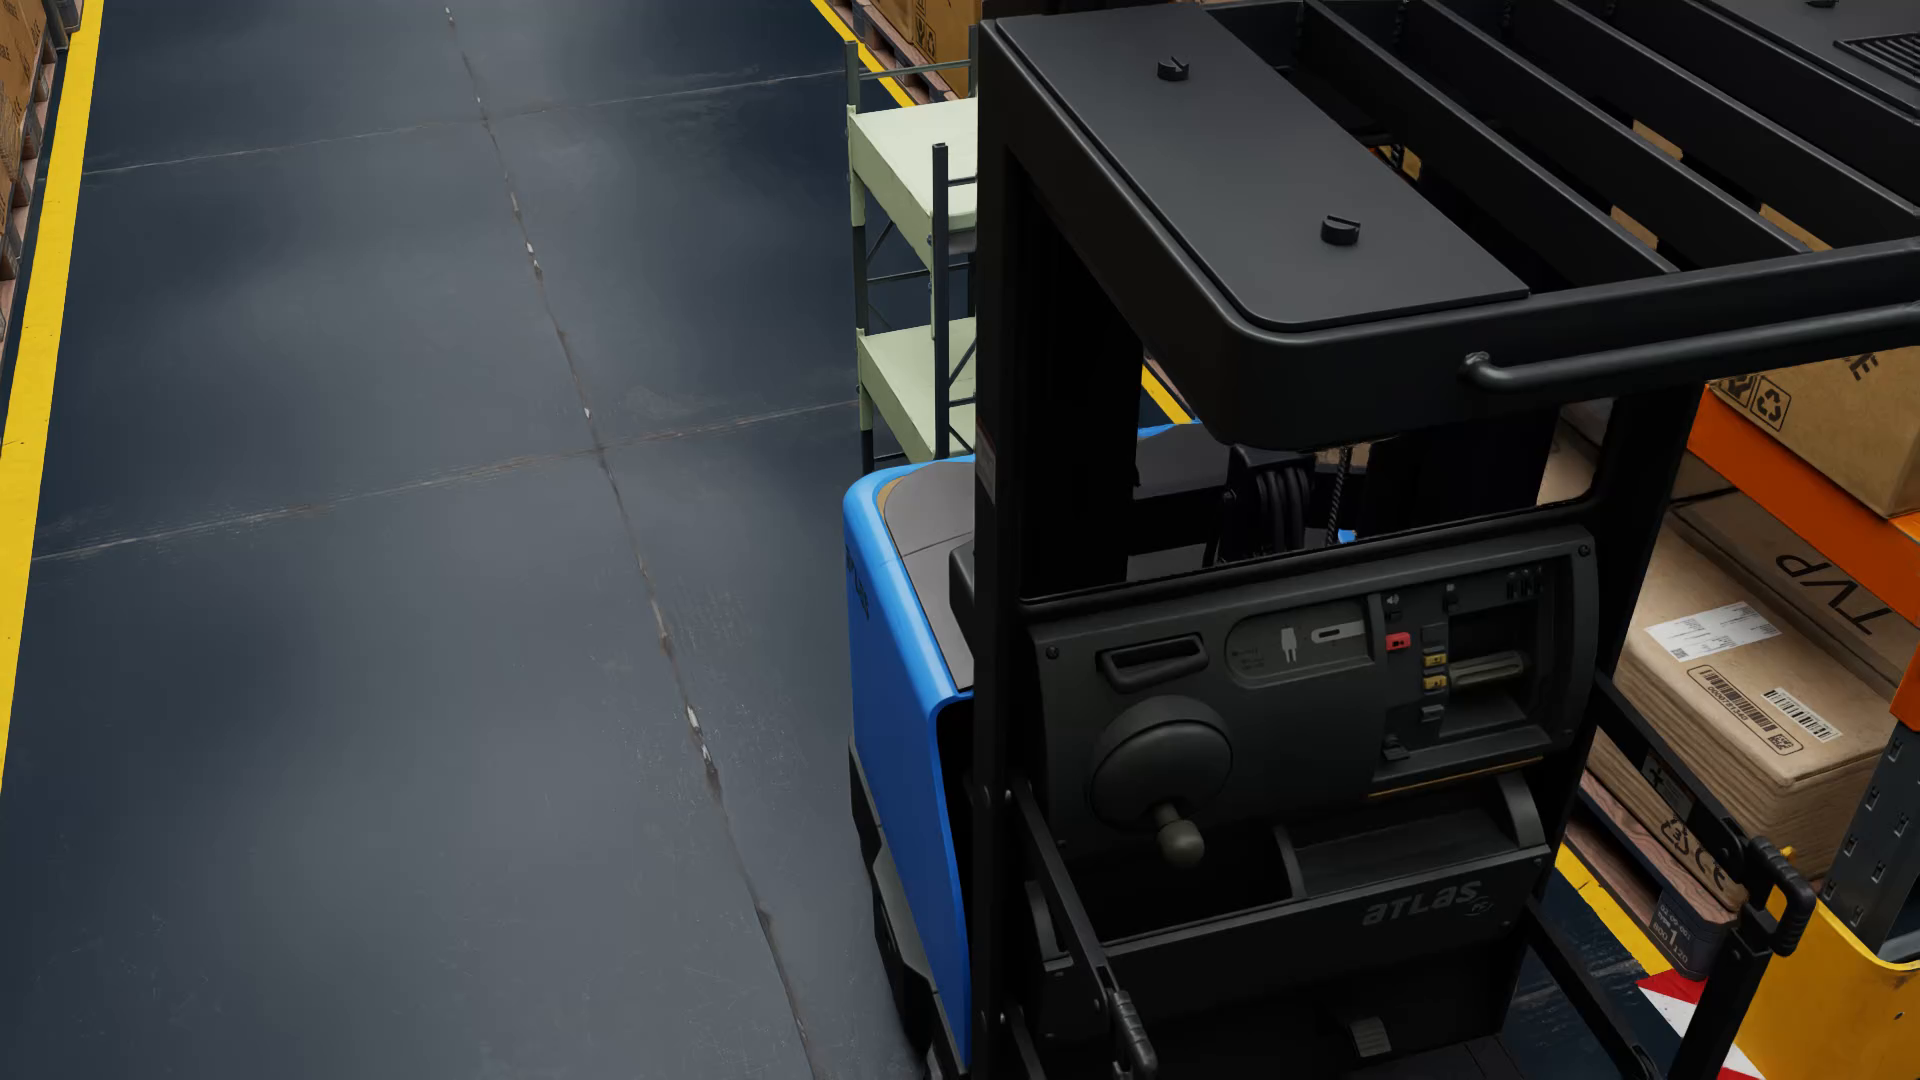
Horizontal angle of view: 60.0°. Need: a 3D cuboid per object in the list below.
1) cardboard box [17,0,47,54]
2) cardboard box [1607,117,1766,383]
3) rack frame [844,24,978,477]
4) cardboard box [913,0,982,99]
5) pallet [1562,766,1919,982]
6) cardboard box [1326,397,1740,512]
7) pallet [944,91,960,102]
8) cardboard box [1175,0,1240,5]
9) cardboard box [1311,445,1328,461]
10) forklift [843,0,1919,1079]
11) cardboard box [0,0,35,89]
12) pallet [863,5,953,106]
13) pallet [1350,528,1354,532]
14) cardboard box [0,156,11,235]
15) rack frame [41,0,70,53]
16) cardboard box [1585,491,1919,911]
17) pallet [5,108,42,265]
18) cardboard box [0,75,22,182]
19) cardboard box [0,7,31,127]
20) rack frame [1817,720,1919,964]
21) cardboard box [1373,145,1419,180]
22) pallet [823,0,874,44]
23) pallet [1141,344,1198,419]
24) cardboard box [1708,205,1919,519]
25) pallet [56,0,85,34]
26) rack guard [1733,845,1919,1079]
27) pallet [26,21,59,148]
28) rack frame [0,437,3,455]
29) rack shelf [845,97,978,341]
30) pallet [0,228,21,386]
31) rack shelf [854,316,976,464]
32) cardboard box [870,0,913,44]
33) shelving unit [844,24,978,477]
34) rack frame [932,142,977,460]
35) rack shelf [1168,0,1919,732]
[{"bbox_3d":[-4.758,-2.633,7.981,0.500,0.500,0.500,-11,38,-15],"label":"cardboard box"},{"bbox_3d":[1.734,-0.713,3.620,0.500,0.500,0.500,-13,39,-17],"label":"cardboard box"},{"bbox_3d":[-0.128,-0.810,5.078,0.400,1.500,0.023,-12,39,-16],"label":"rack frame"},{"bbox_3d":[0.324,-2.589,7.611,0.875,0.875,0.875,-11,38,-15],"label":"cardboard box"},{"bbox_3d":[1.958,0.510,4.397,1.003,0.211,1.213,-12,39,-16],"label":"pallet"},{"bbox_3d":[1.663,-0.180,4.776,0.875,0.438,0.875,-11,38,-15],"label":"cardboard box"},{"bbox_3d":[0.594,-1.734,7.377,1.003,0.211,1.213,-12,39,-16],"label":"pallet"},{"bbox_3d":[1.015,-1.863,5.148,0.500,0.500,0.500,-12,39,-16],"label":"cardboard box"},{"bbox_3d":[1.354,-0.690,5.453,0.875,0.438,0.875,-14,39,-17],"label":"cardboard box"},{"bbox_3d":[0.625,0.311,2.401,1.130,2.935,3.031,-10,38,-13],"label":"forklift"},{"bbox_3d":[-4.596,-2.348,7.602,0.500,0.500,0.500,-13,39,-17],"label":"cardboard box"},{"bbox_3d":[0.170,-2.425,8.294,1.003,0.211,1.213,-12,39,-16],"label":"pallet"},{"bbox_3d":[1.542,-0.178,5.311,1.003,0.211,1.213,-12,39,-16],"label":"pallet"},{"bbox_3d":[-4.044,-1.469,6.435,0.500,0.500,0.500,-14,39,-17],"label":"cardboard box"},{"bbox_3d":[-5.105,-3.658,7.613,1.000,3.000,0.127,-12,39,-16],"label":"rack frame"},{"bbox_3d":[1.986,0.335,4.092,0.875,0.438,0.875,-14,39,-17],"label":"cardboard box"},{"bbox_3d":[-4.468,-1.426,6.968,1.003,0.211,1.213,-12,39,-16],"label":"pallet"},{"bbox_3d":[-4.217,-1.763,6.826,0.500,0.500,0.500,-14,39,-18],"label":"cardboard box"},{"bbox_3d":[-4.413,-2.053,7.211,0.500,0.500,0.500,-11,38,-14],"label":"cardboard box"},{"bbox_3d":[2.307,-0.168,2.980,1.000,3.000,0.127,-12,39,-16],"label":"rack frame"},{"bbox_3d":[1.358,-1.290,4.386,0.500,0.500,0.500,-11,38,-15],"label":"cardboard box"},{"bbox_3d":[-0.246,-3.113,9.207,1.003,0.211,1.213,-12,39,-16],"label":"pallet"},{"bbox_3d":[1.118,-0.868,6.227,1.003,0.211,1.213,-12,39,-16],"label":"pallet"},{"bbox_3d":[1.892,-0.426,3.239,0.500,0.500,0.500,-12,39,-16],"label":"cardboard box"},{"bbox_3d":[-5.352,-3.017,9.080,1.003,0.211,1.213,-12,39,-16],"label":"pallet"},{"bbox_3d":[2.315,0.844,3.714,1.175,0.500,0.348,-12,39,-16],"label":"rack guard"},{"bbox_3d":[-4.884,-2.114,7.882,1.003,0.211,1.213,-12,39,-16],"label":"pallet"},{"bbox_3d":[-3.729,-1.398,4.613,1.000,3.000,0.127,-12,39,-16],"label":"rack frame"},{"bbox_3d":[-0.002,-0.915,4.569,0.431,0.370,0.720,-12,39,-16],"label":"rack shelf"},{"bbox_3d":[-4.044,-0.736,6.052,1.003,0.211,1.213,-12,39,-16],"label":"pallet"},{"bbox_3d":[-0.002,-0.342,5.000,0.431,0.370,0.720,-12,39,-16],"label":"rack shelf"},{"bbox_3d":[0.016,-3.094,8.282,0.875,0.875,0.875,-12,39,-15],"label":"cardboard box"},{"bbox_3d":[-0.002,-0.603,4.804,0.431,1.500,0.755,-12,39,-16],"label":"shelving unit"},{"bbox_3d":[0.124,-0.396,4.529,0.400,1.500,0.023,-12,39,-16],"label":"rack frame"},{"bbox_3d":[1.618,-1.011,4.697,1.077,0.370,4.000,-12,39,-16],"label":"rack shelf"}]
